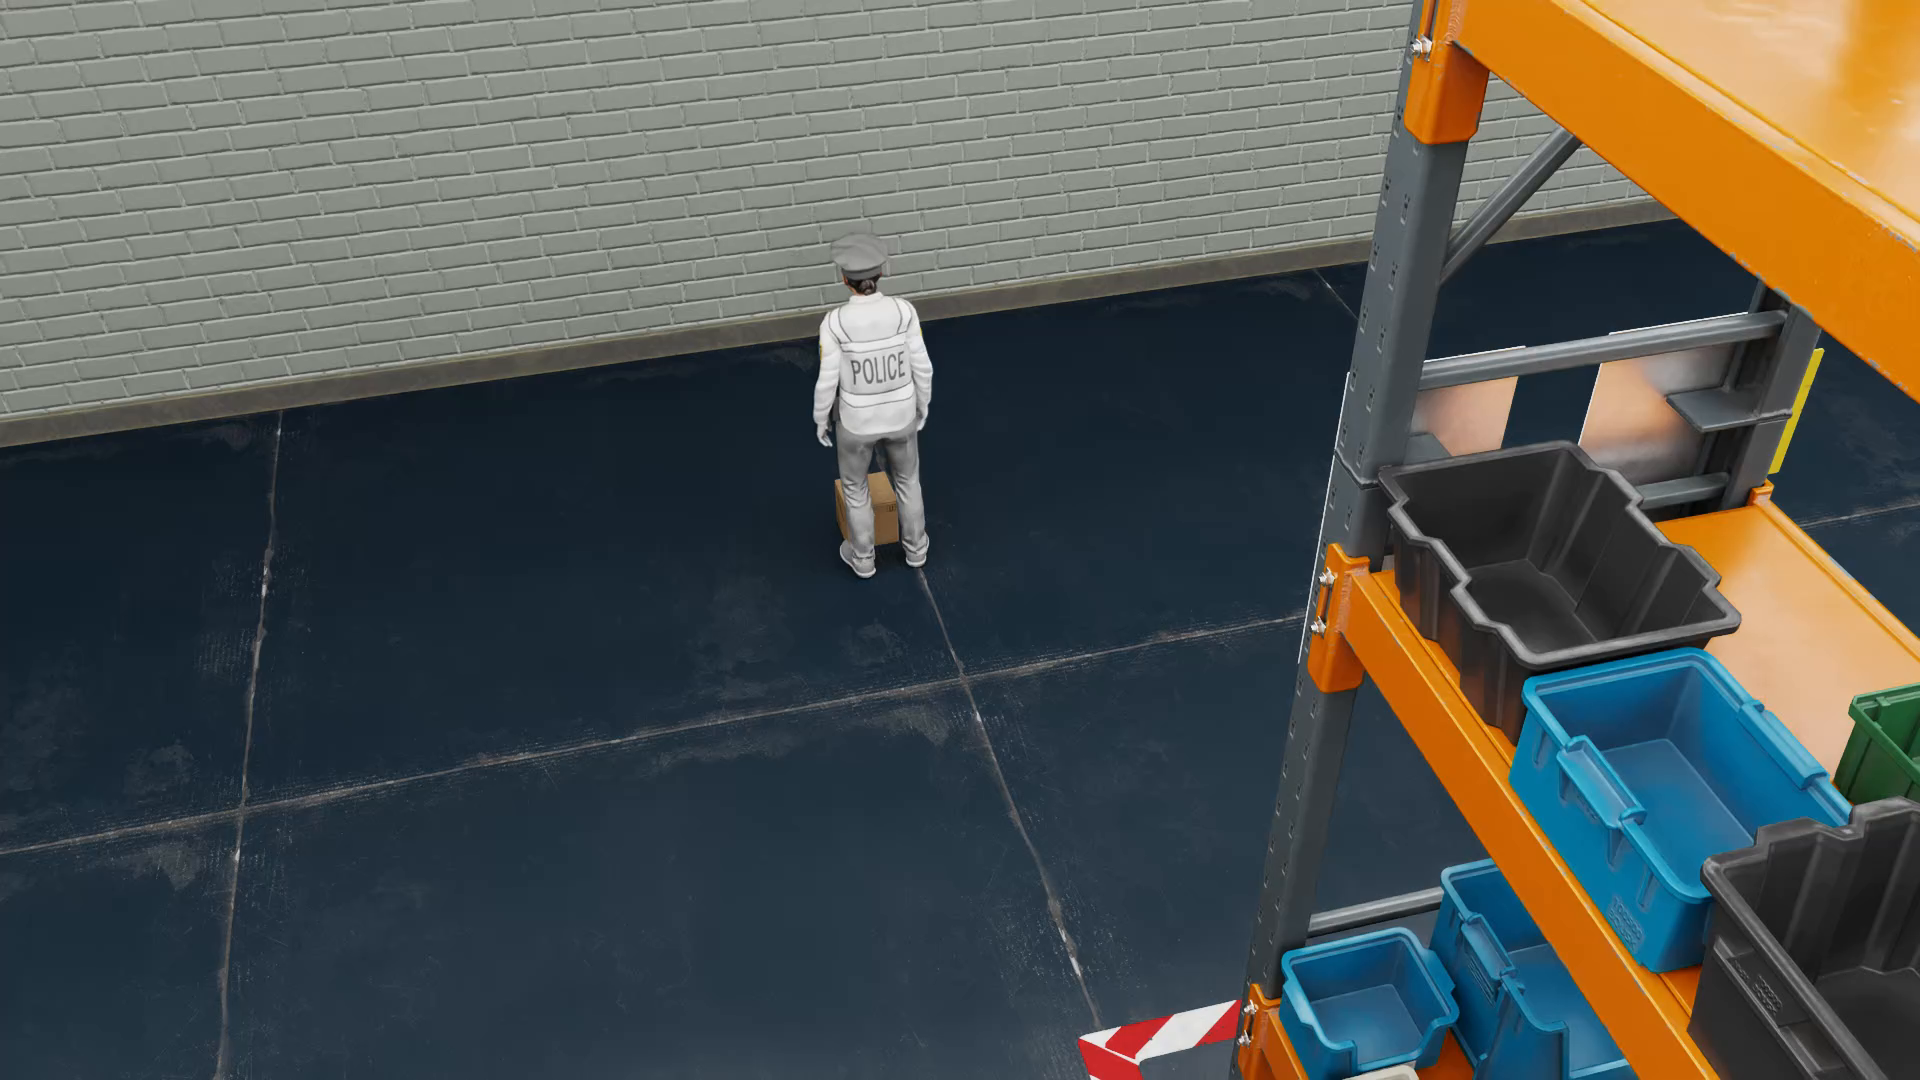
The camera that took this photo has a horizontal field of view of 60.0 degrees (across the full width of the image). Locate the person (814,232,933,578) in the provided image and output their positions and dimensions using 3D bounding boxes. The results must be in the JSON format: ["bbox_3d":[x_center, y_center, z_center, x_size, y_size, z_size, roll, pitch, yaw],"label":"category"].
[{"bbox_3d":[-0.385,-0.553,7.409,0.539,1.662,0.377,-10,40,-13],"label":"person"}]
